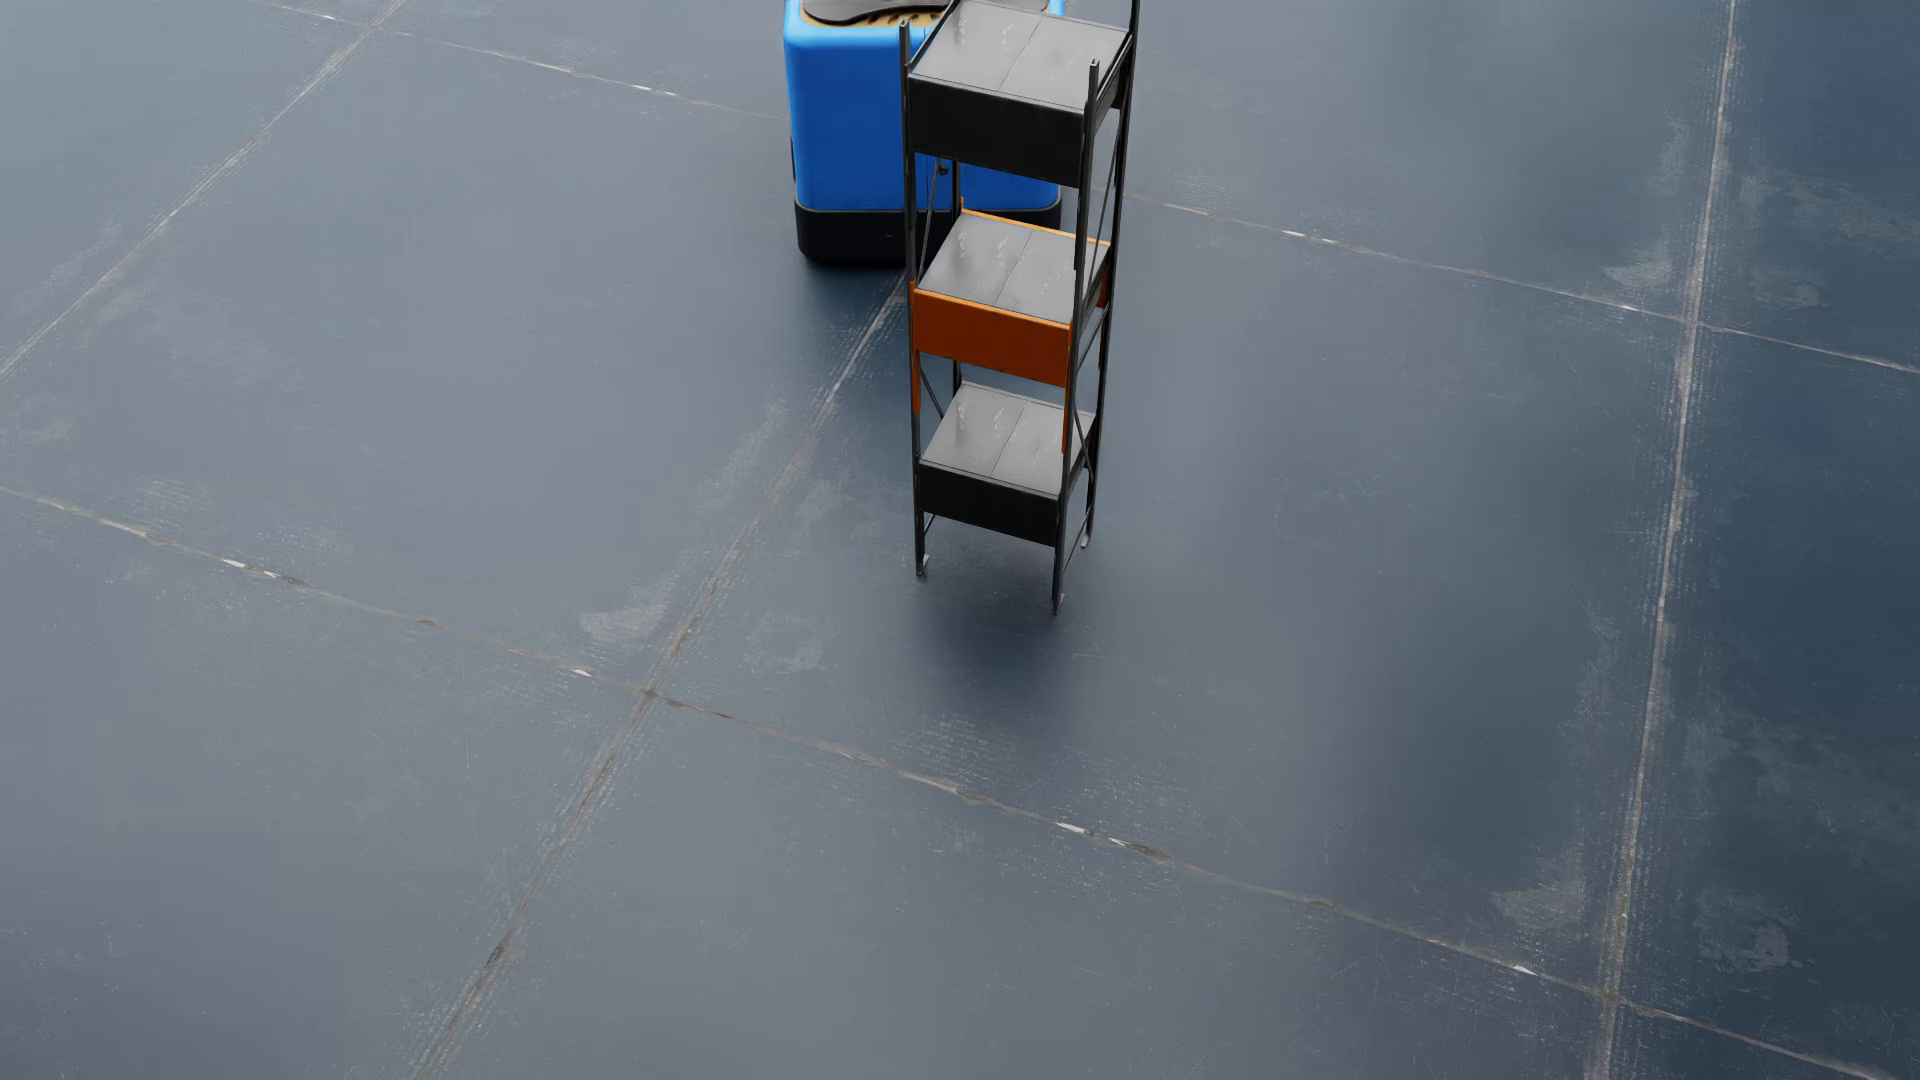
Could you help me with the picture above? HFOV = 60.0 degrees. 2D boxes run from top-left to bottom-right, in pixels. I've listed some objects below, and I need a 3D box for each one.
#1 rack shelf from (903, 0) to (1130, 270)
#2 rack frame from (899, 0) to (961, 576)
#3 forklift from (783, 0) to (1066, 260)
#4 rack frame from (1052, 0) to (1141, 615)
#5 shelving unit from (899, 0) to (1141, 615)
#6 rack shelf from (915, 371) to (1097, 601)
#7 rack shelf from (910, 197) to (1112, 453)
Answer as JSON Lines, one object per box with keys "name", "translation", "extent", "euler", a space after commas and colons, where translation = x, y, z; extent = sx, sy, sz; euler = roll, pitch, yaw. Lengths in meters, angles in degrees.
{"name": "rack shelf", "translation": [0.155, -1.094, 4.400], "extent": [0.480, 0.518, 0.431], "euler": [16, 51, 13]}
{"name": "rack frame", "translation": [-0.074, -0.708, 4.974], "extent": [0.015, 2.100, 0.400], "euler": [16, 51, 13]}
{"name": "forklift", "translation": [-0.137, -3.172, 6.560], "extent": [1.130, 2.935, 3.031], "euler": [0, 49, 0]}
{"name": "rack frame", "translation": [0.384, -0.580, 4.864], "extent": [0.015, 2.100, 0.400], "euler": [16, 51, 13]}
{"name": "shelving unit", "translation": [0.155, -0.644, 4.919], "extent": [0.503, 2.100, 0.431], "euler": [16, 51, 13]}
{"name": "rack shelf", "translation": [0.155, -0.177, 5.458], "extent": [0.480, 0.518, 0.431], "euler": [16, 51, 13]}
{"name": "rack shelf", "translation": [0.155, -0.635, 4.929], "extent": [0.480, 0.518, 0.431], "euler": [16, 51, 13]}
